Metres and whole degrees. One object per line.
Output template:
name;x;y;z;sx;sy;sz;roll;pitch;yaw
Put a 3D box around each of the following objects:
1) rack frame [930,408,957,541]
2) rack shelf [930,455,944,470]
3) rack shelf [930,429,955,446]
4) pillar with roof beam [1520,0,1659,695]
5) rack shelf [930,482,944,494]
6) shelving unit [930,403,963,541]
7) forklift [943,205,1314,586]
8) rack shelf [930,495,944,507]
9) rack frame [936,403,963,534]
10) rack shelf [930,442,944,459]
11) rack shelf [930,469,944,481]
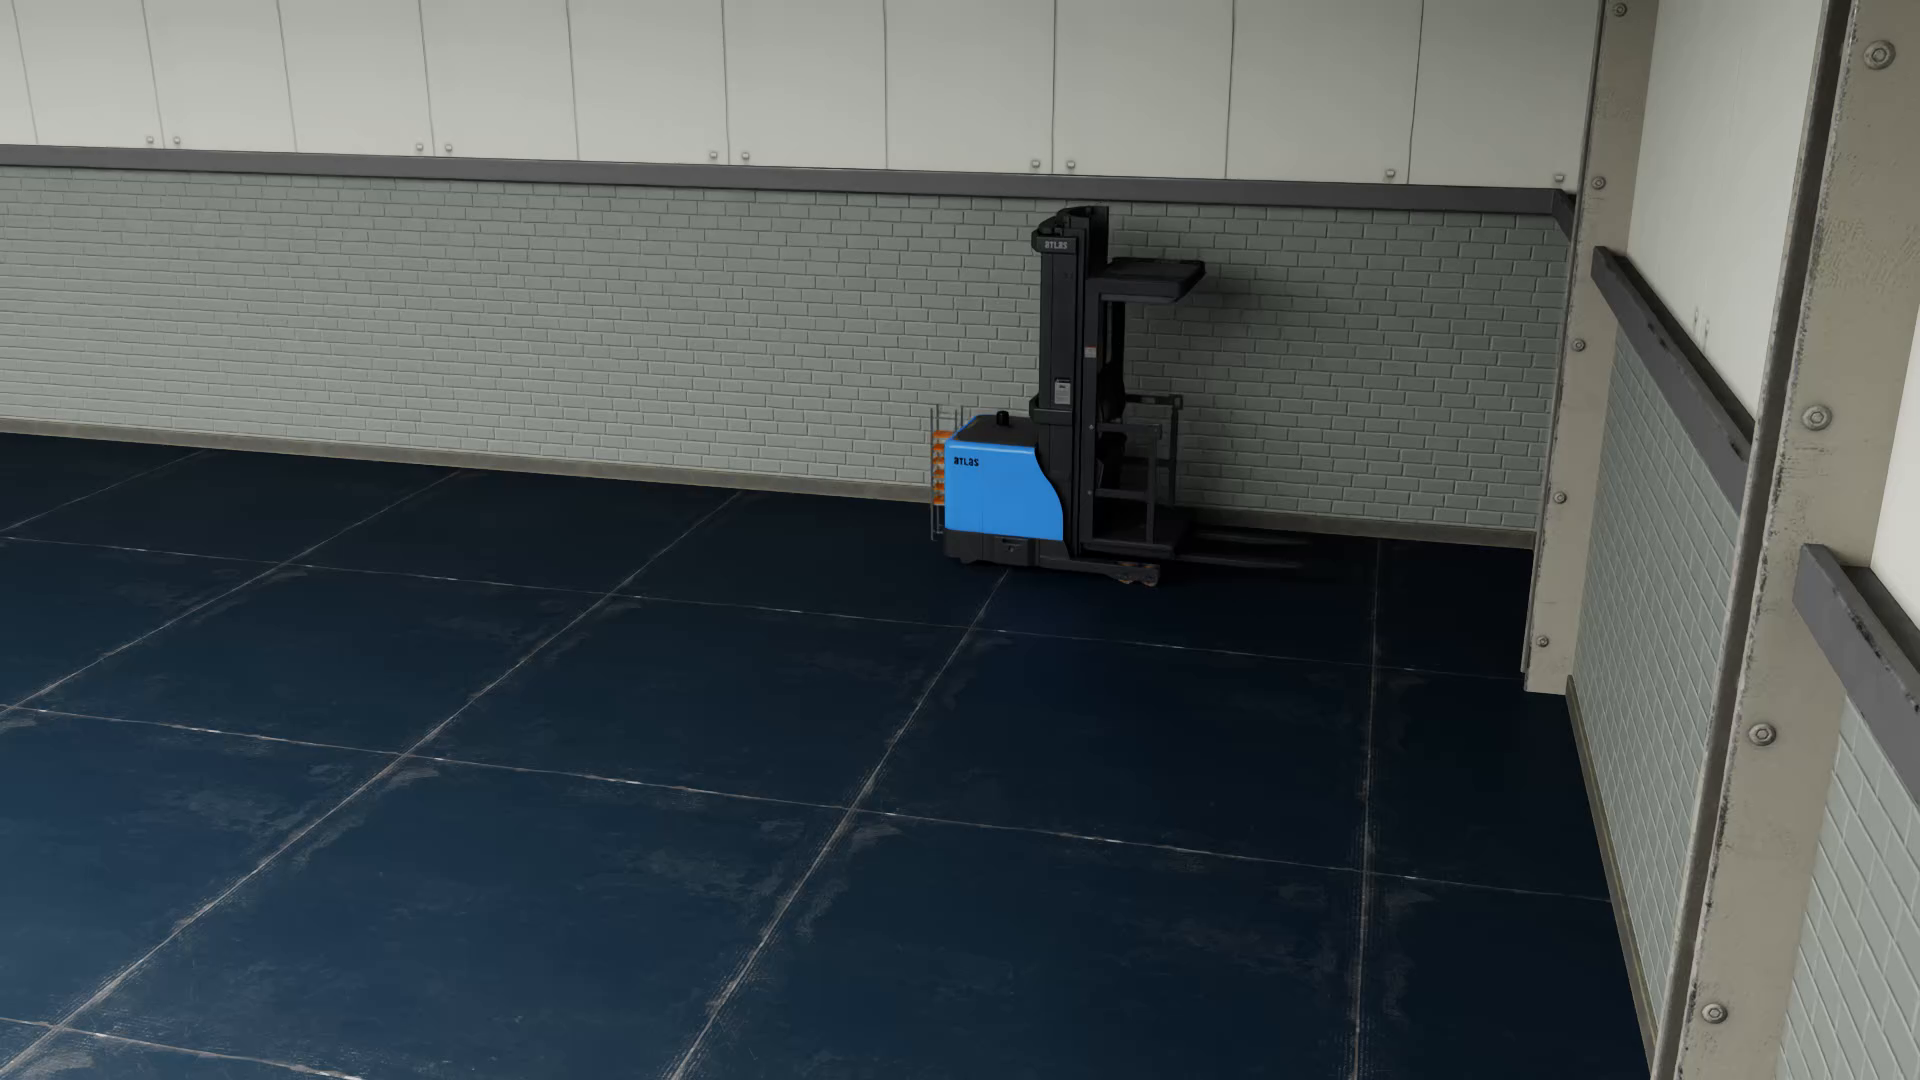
rack frame;-0.139;-0.556;14.459;0.240;1.200;0.006;5;20;15
rack shelf;-0.114;-0.656;14.518;0.258;0.103;0.180;5;20;15
rack shelf;-0.114;-0.883;14.440;0.258;0.103;0.180;5;20;15
pillar with roof beam;-0.039;-3.595;11.291;9.100;9.000;0.400;5;19;13
rack shelf;-0.114;-0.429;14.595;0.258;0.103;0.180;5;20;15
shelving unit;-0.114;-0.584;14.542;0.258;1.200;0.189;5;20;15
forklift;1.431;-1.203;13.674;3.031;2.935;1.130;6;20;16
rack shelf;-0.114;-0.315;14.634;0.258;0.103;0.180;5;20;15
rack frame;-0.090;-0.613;14.626;0.240;1.200;0.006;5;20;15
rack shelf;-0.114;-0.769;14.479;0.258;0.103;0.180;5;20;15
rack shelf;-0.114;-0.542;14.557;0.258;0.103;0.180;5;20;15
